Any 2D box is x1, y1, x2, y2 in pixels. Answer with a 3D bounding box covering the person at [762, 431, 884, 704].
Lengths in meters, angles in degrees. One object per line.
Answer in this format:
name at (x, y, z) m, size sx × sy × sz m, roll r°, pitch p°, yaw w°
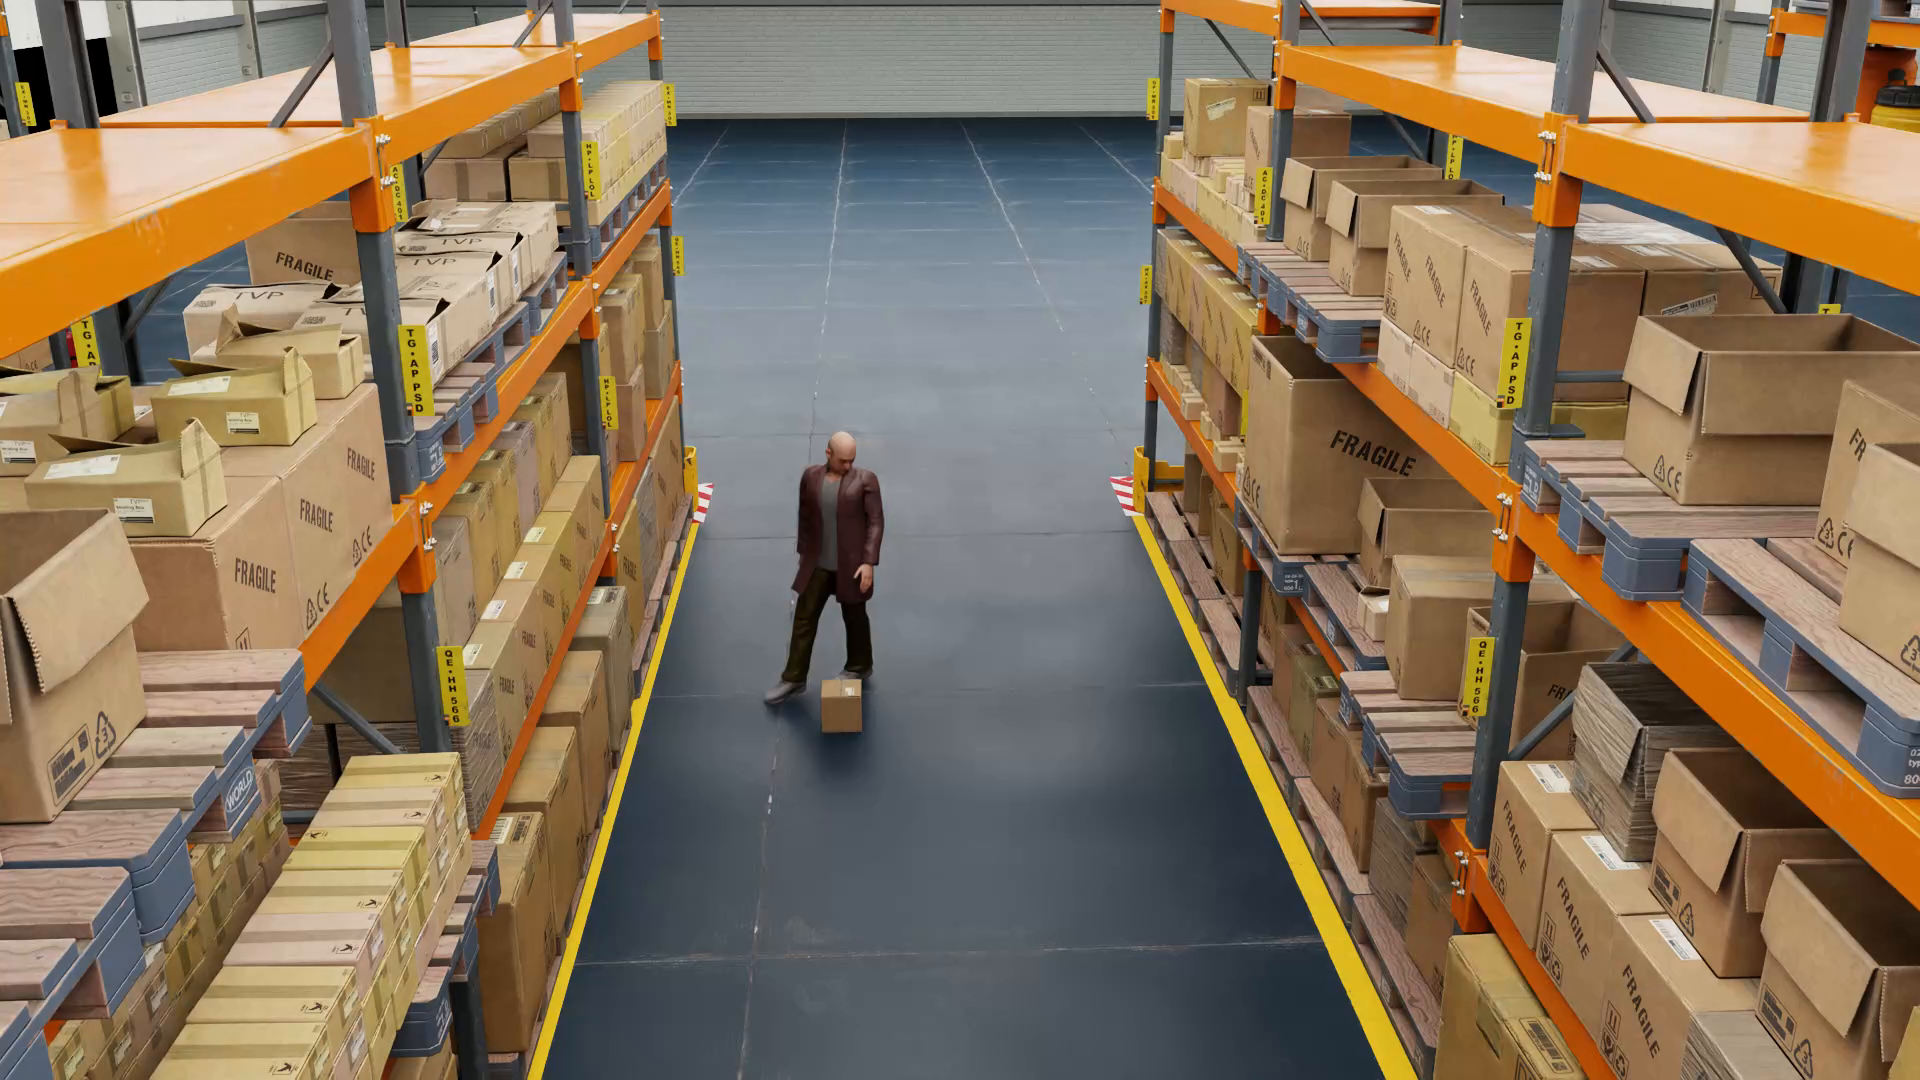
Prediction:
person at (-0.847, 0.178, 10.606) m, size 0.669 × 1.758 × 0.759 m, roll 6°, pitch 21°, yaw 17°
